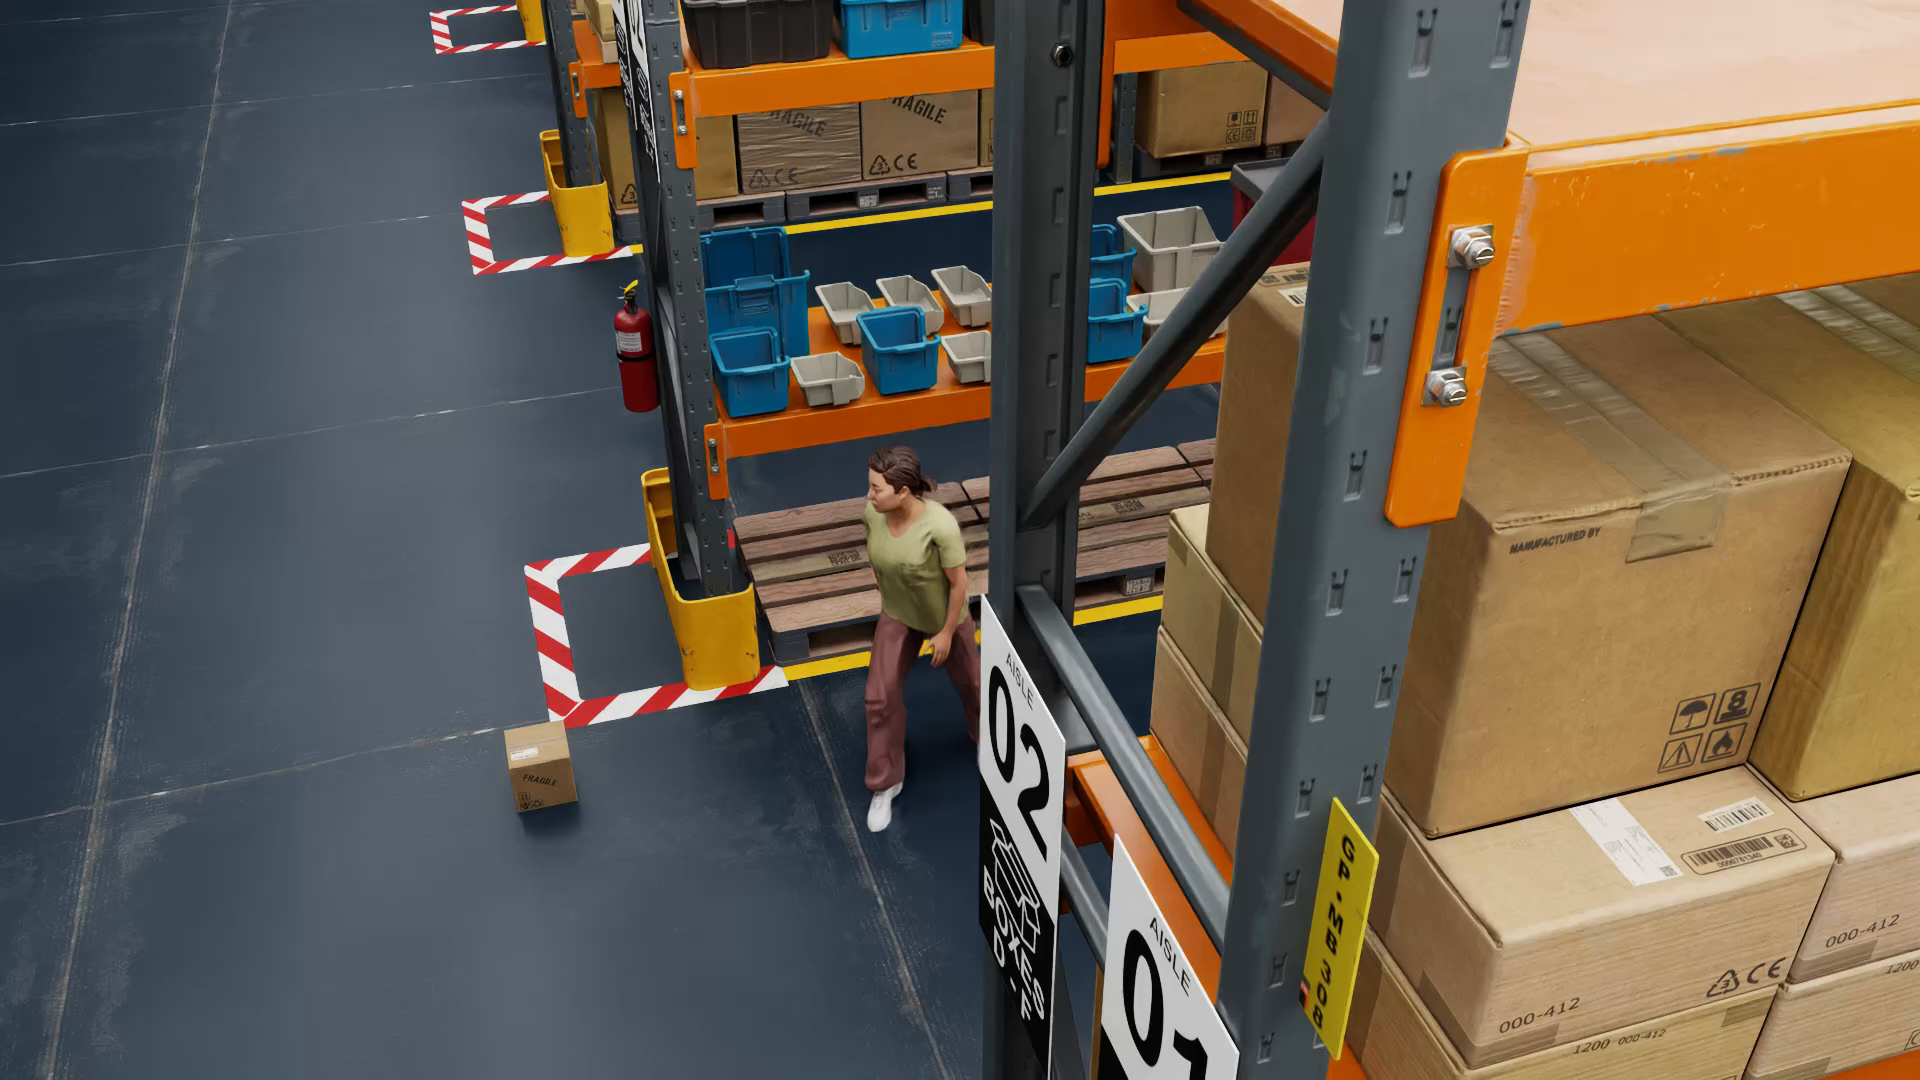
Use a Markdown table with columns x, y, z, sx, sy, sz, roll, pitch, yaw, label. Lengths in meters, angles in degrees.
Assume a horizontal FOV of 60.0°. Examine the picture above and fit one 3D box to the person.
| x | y | z | sx | sy | sz | roll | pitch | yaw | label |
| --- | --- | --- | --- | --- | --- | --- | --- | --- | --- |
| -0.154 | 0.342 | 6.679 | 0.540 | 1.660 | 0.790 | 14 | 37 | 20 | person |
